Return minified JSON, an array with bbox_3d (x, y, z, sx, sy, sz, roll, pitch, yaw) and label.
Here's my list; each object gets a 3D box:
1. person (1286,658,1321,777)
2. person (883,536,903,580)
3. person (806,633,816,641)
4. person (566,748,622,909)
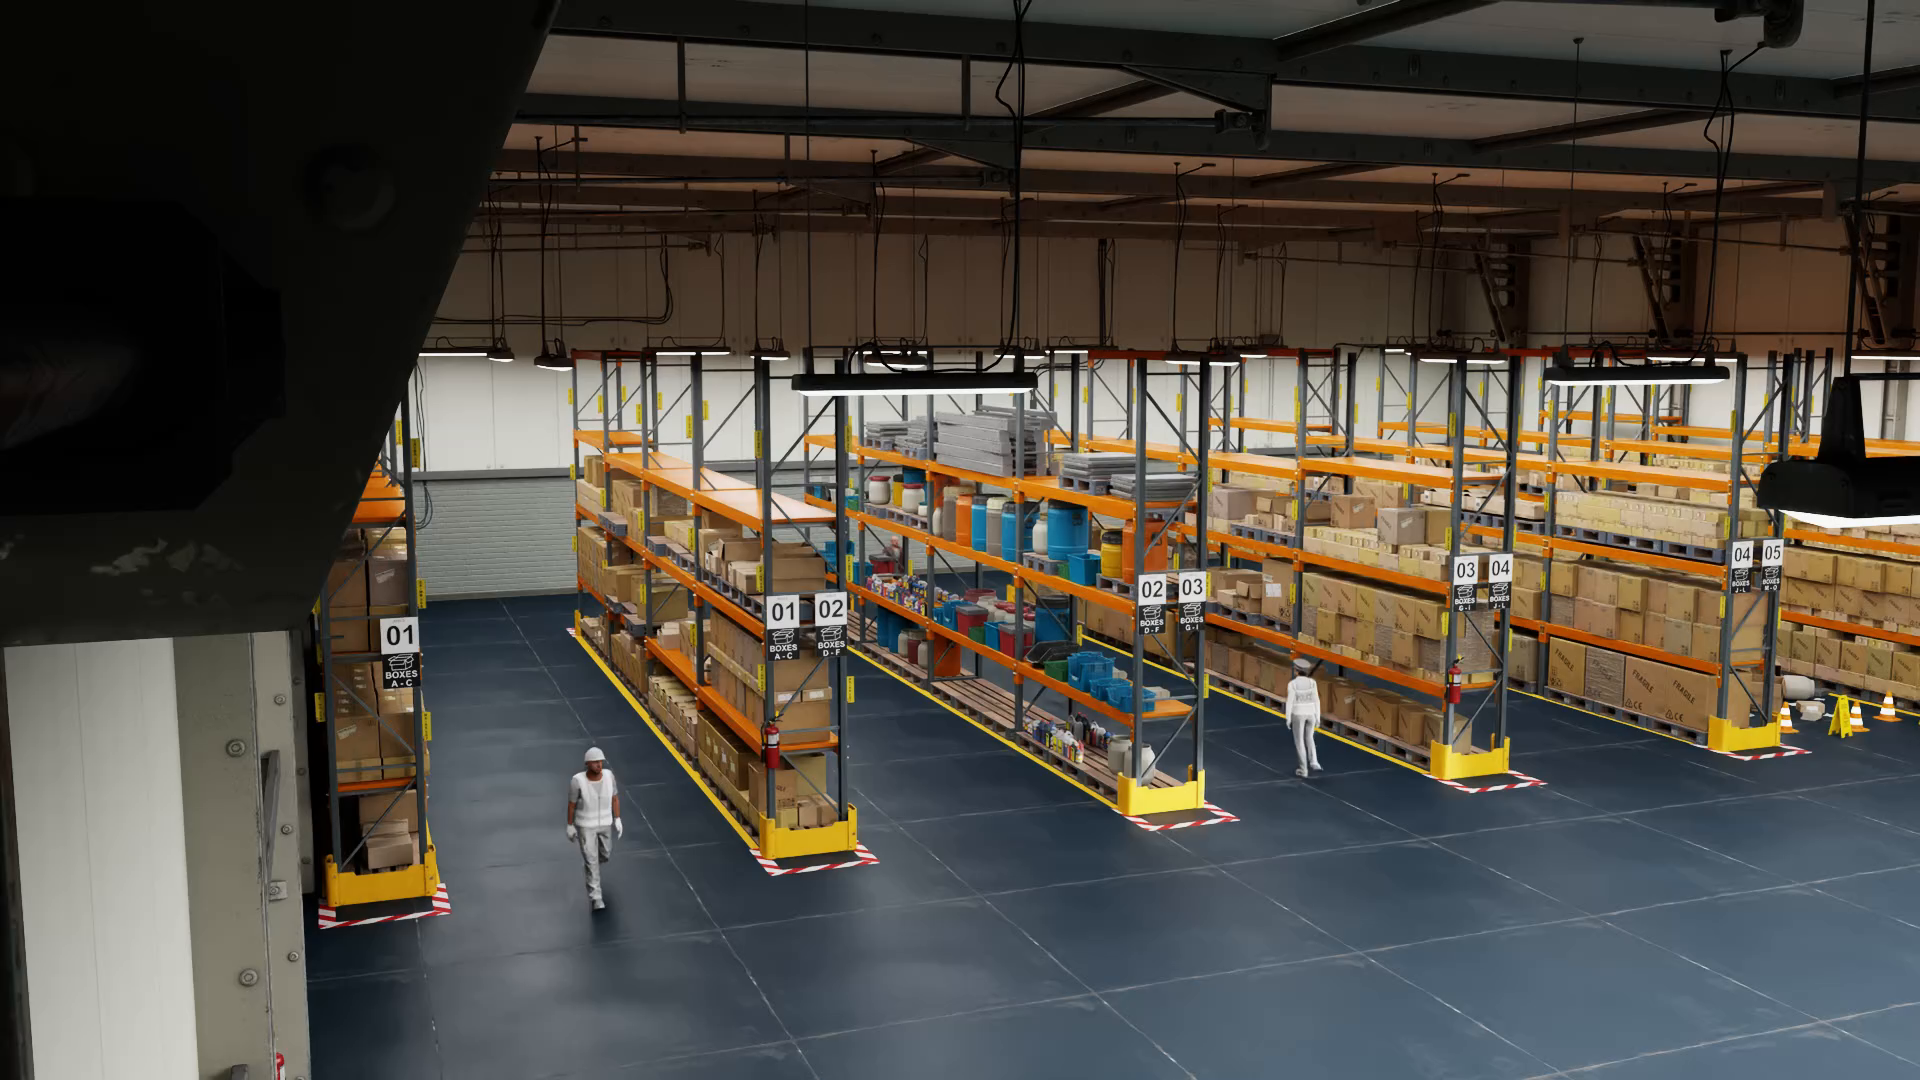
[{"bbox_3d":[4.907,2.542,23.793,0.519,1.676,0.447,-1,7,-10],"label":"person"},{"bbox_3d":[-1.476,0.757,37.736,0.627,1.715,1.128,-3,8,-25],"label":"person"},{"bbox_3d":[-3.052,1.281,33.839,0.535,1.669,1.085,1,7,6],"label":"person"},{"bbox_3d":[-4.100,3.166,18.631,0.573,1.730,1.058,-6,9,-38],"label":"person"}]
